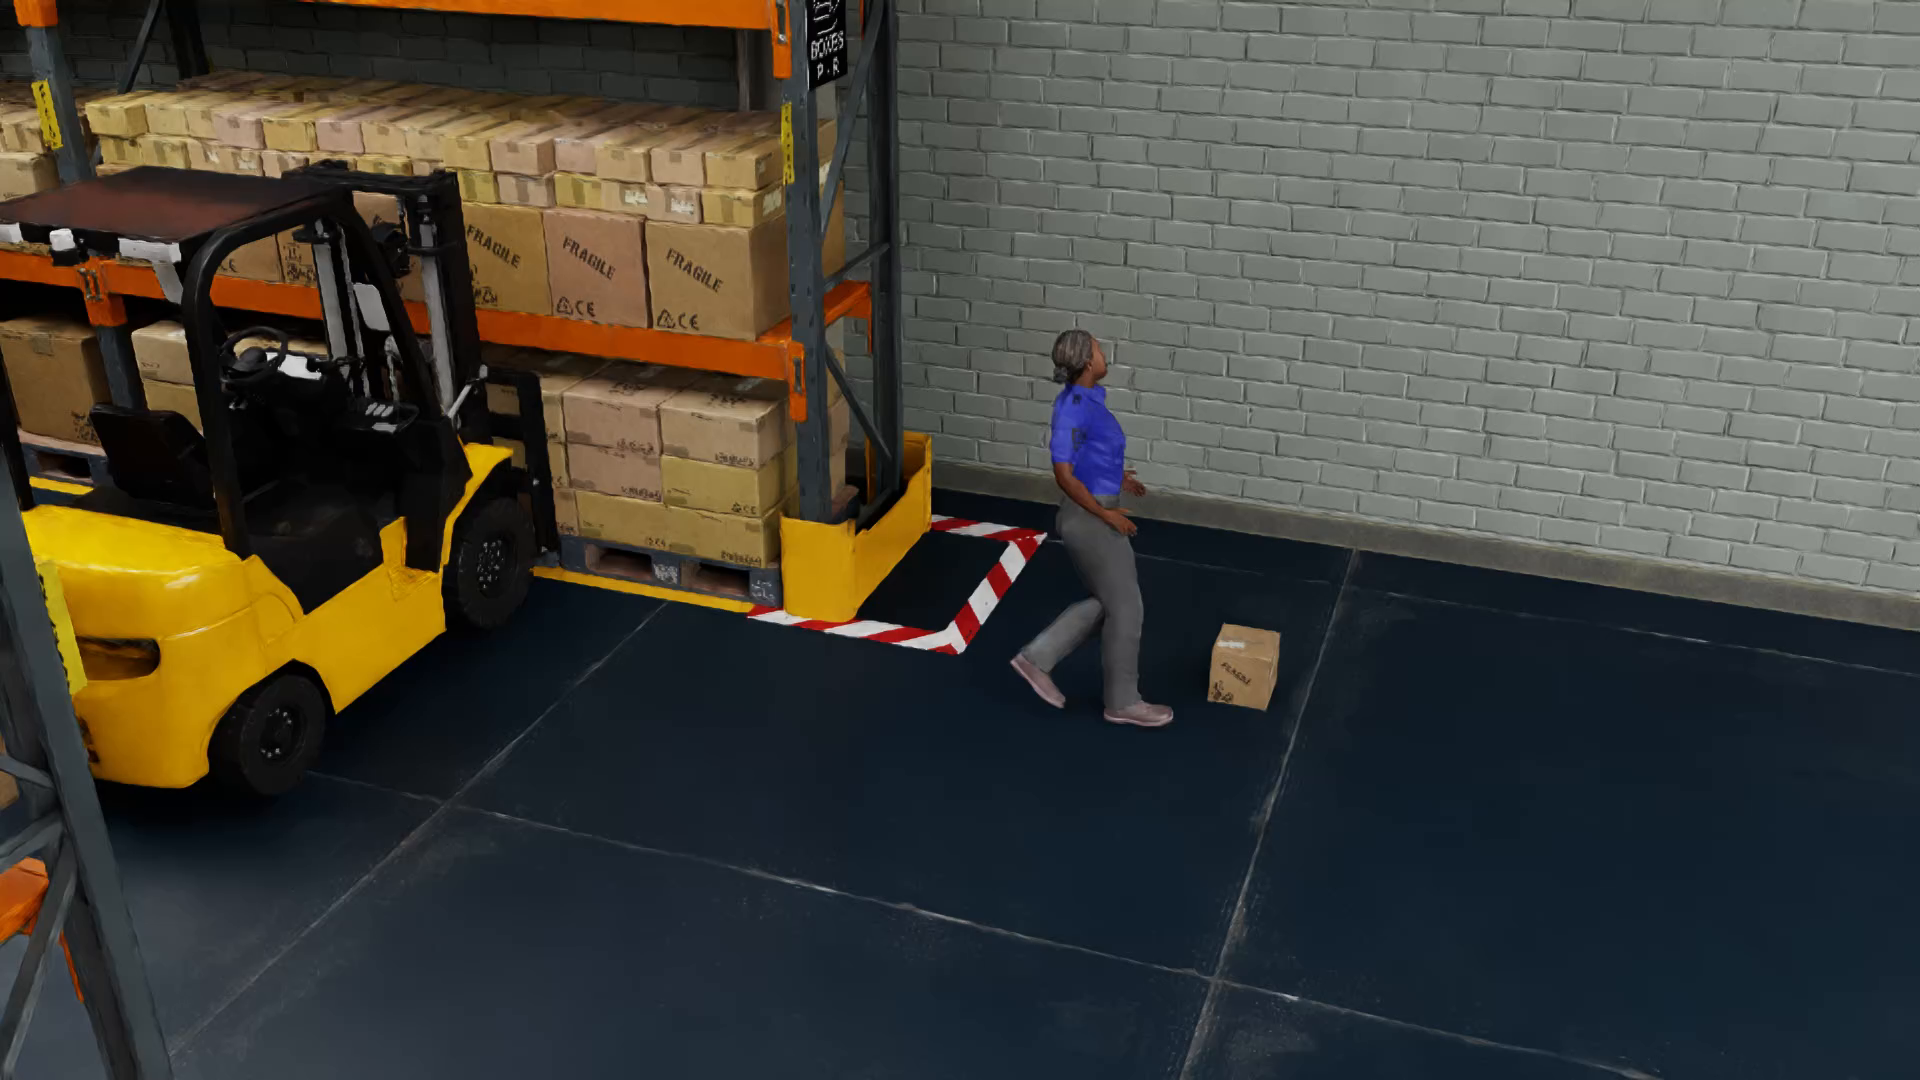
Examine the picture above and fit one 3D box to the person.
[{"bbox_3d":[0.553,-0.066,6.797,0.656,1.613,0.610,-1,26,-3],"label":"person"}]
